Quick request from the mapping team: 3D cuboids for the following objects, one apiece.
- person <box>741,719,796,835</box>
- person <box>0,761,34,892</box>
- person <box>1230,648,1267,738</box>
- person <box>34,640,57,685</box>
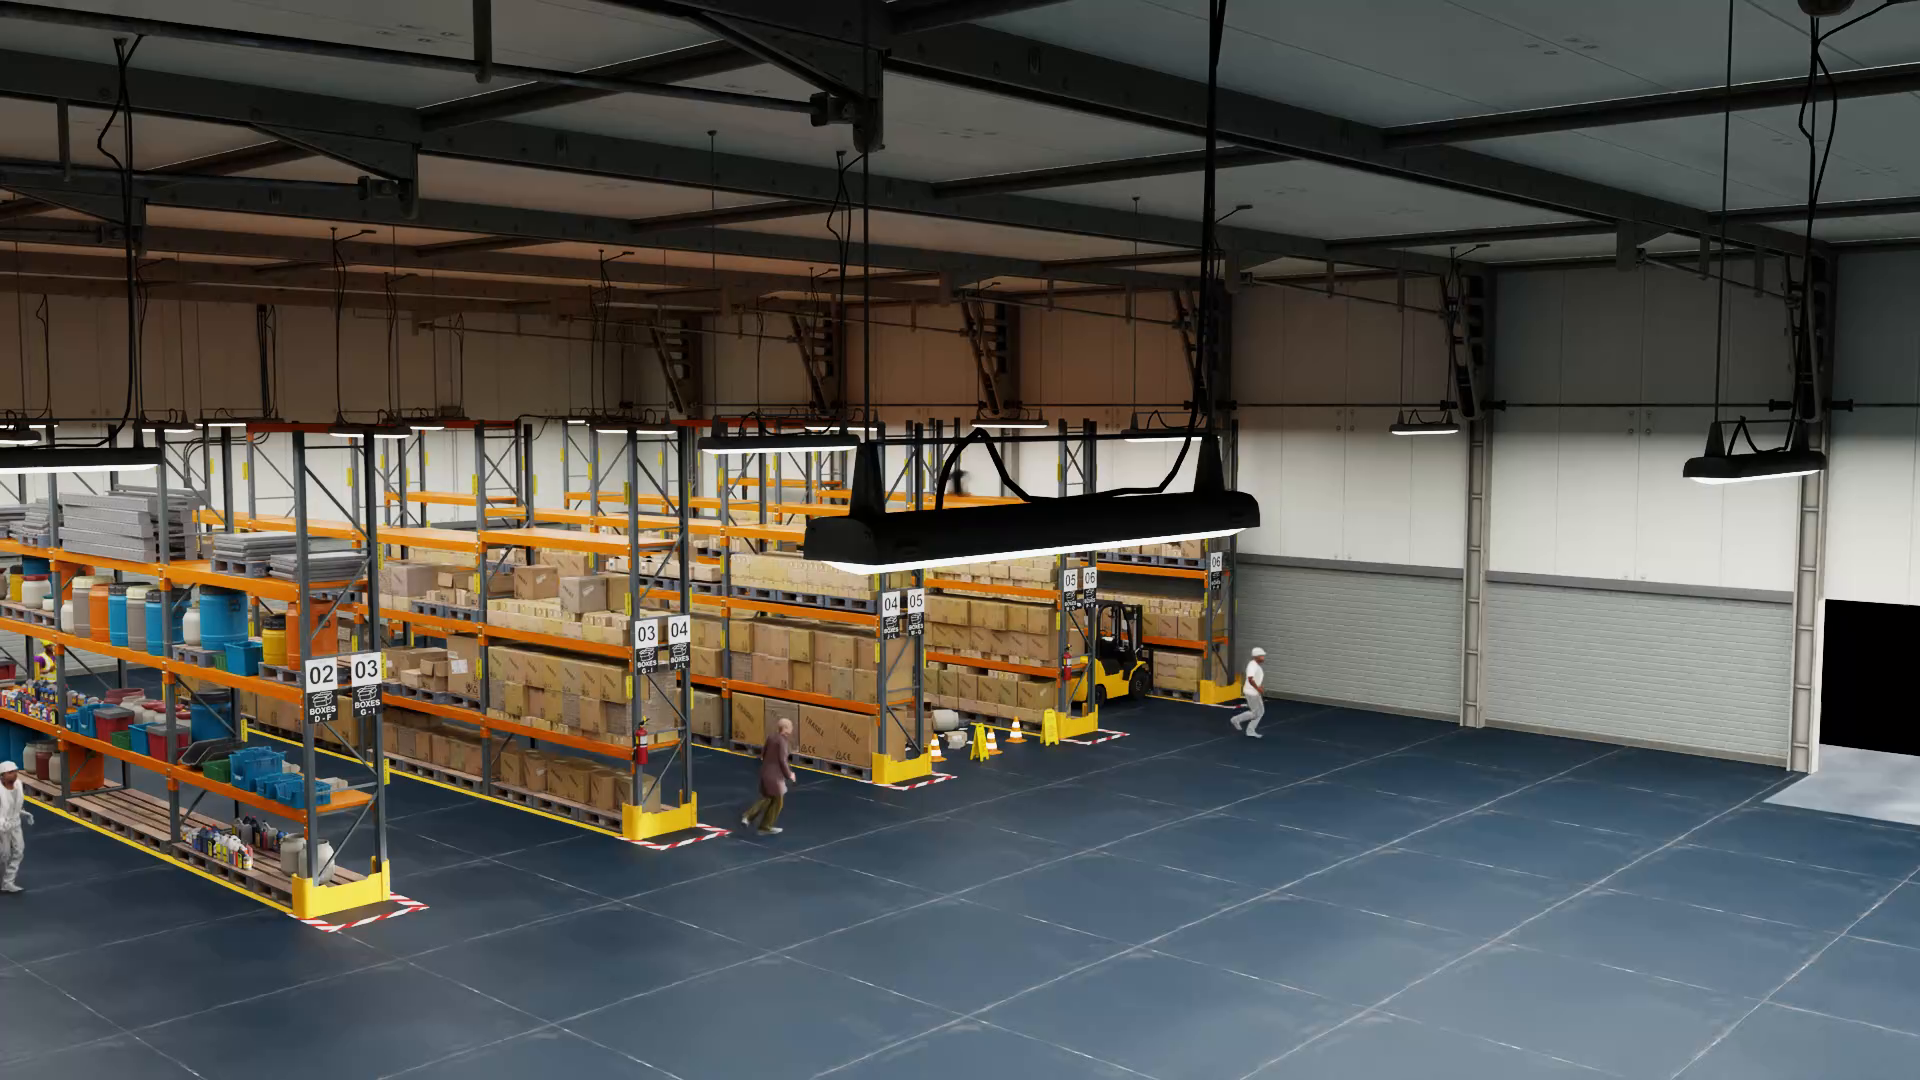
[{"bbox_3d":[-2.817,3.532,24.414,0.767,1.602,0.691,-3,5,-29],"label":"person"},{"bbox_3d":[-12.466,3.716,21.595,0.709,1.728,0.682,2,5,18],"label":"person"},{"bbox_3d":[5.492,2.898,31.669,0.671,1.715,0.685,2,5,19],"label":"person"},{"bbox_3d":[-17.653,2.775,32.263,1.001,1.750,0.698,3,5,28],"label":"person"}]
